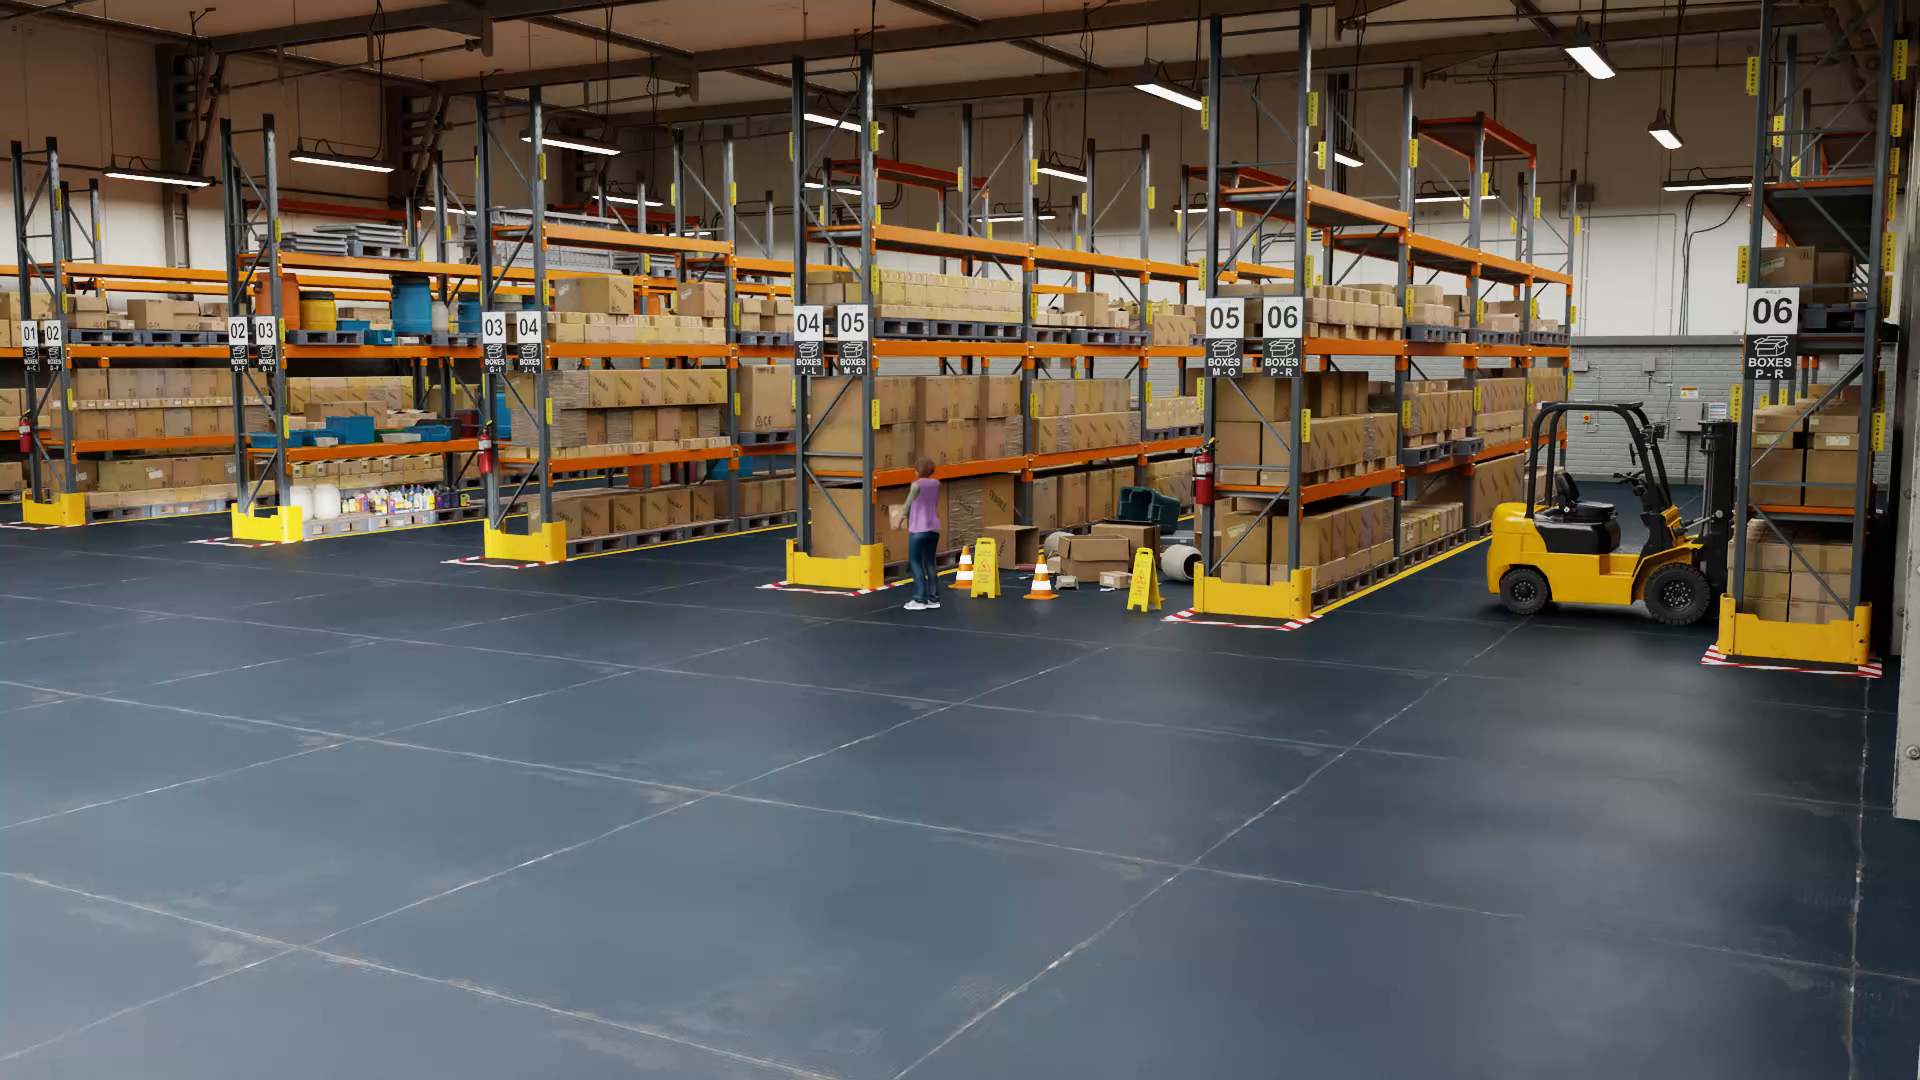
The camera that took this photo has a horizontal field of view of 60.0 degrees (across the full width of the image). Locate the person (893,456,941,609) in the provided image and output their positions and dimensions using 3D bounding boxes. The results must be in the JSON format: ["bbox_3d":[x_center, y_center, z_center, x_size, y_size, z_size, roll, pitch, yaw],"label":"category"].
[{"bbox_3d":[-0.438,-0.076,17.309,0.380,1.594,0.495,-6,9,-45],"label":"person"}]
